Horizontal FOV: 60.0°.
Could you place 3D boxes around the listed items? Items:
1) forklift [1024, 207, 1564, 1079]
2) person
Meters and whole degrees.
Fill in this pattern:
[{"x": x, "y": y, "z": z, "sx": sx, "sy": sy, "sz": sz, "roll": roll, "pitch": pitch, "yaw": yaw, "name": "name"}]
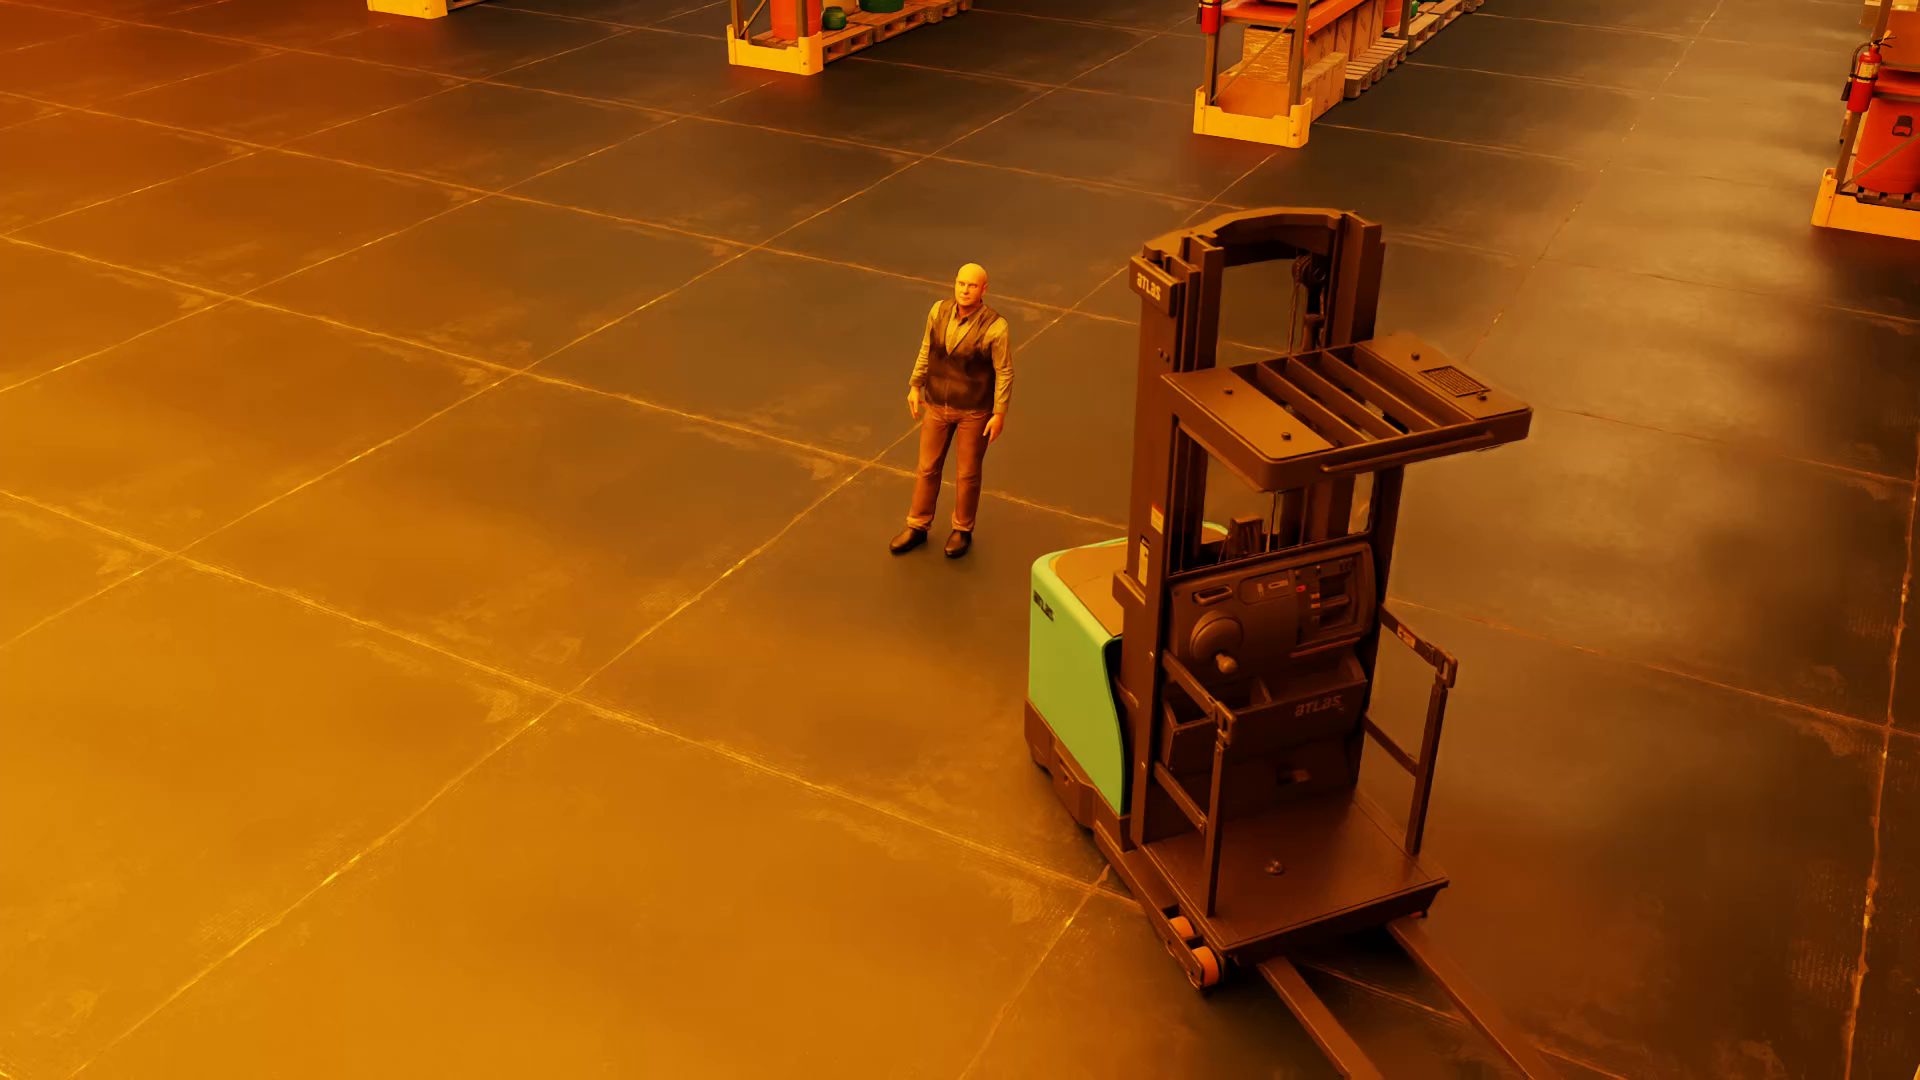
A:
[{"x": 1.346, "y": 0.324, "z": 6.508, "sx": 1.130, "sy": 2.935, "sz": 3.031, "roll": -12, "pitch": 32, "yaw": -19, "name": "forklift"}, {"x": -0.037, "y": -0.726, "z": 9.524, "sx": 0.633, "sy": 1.722, "sz": 0.566, "roll": 15, "pitch": 33, "yaw": 25, "name": "person"}]
